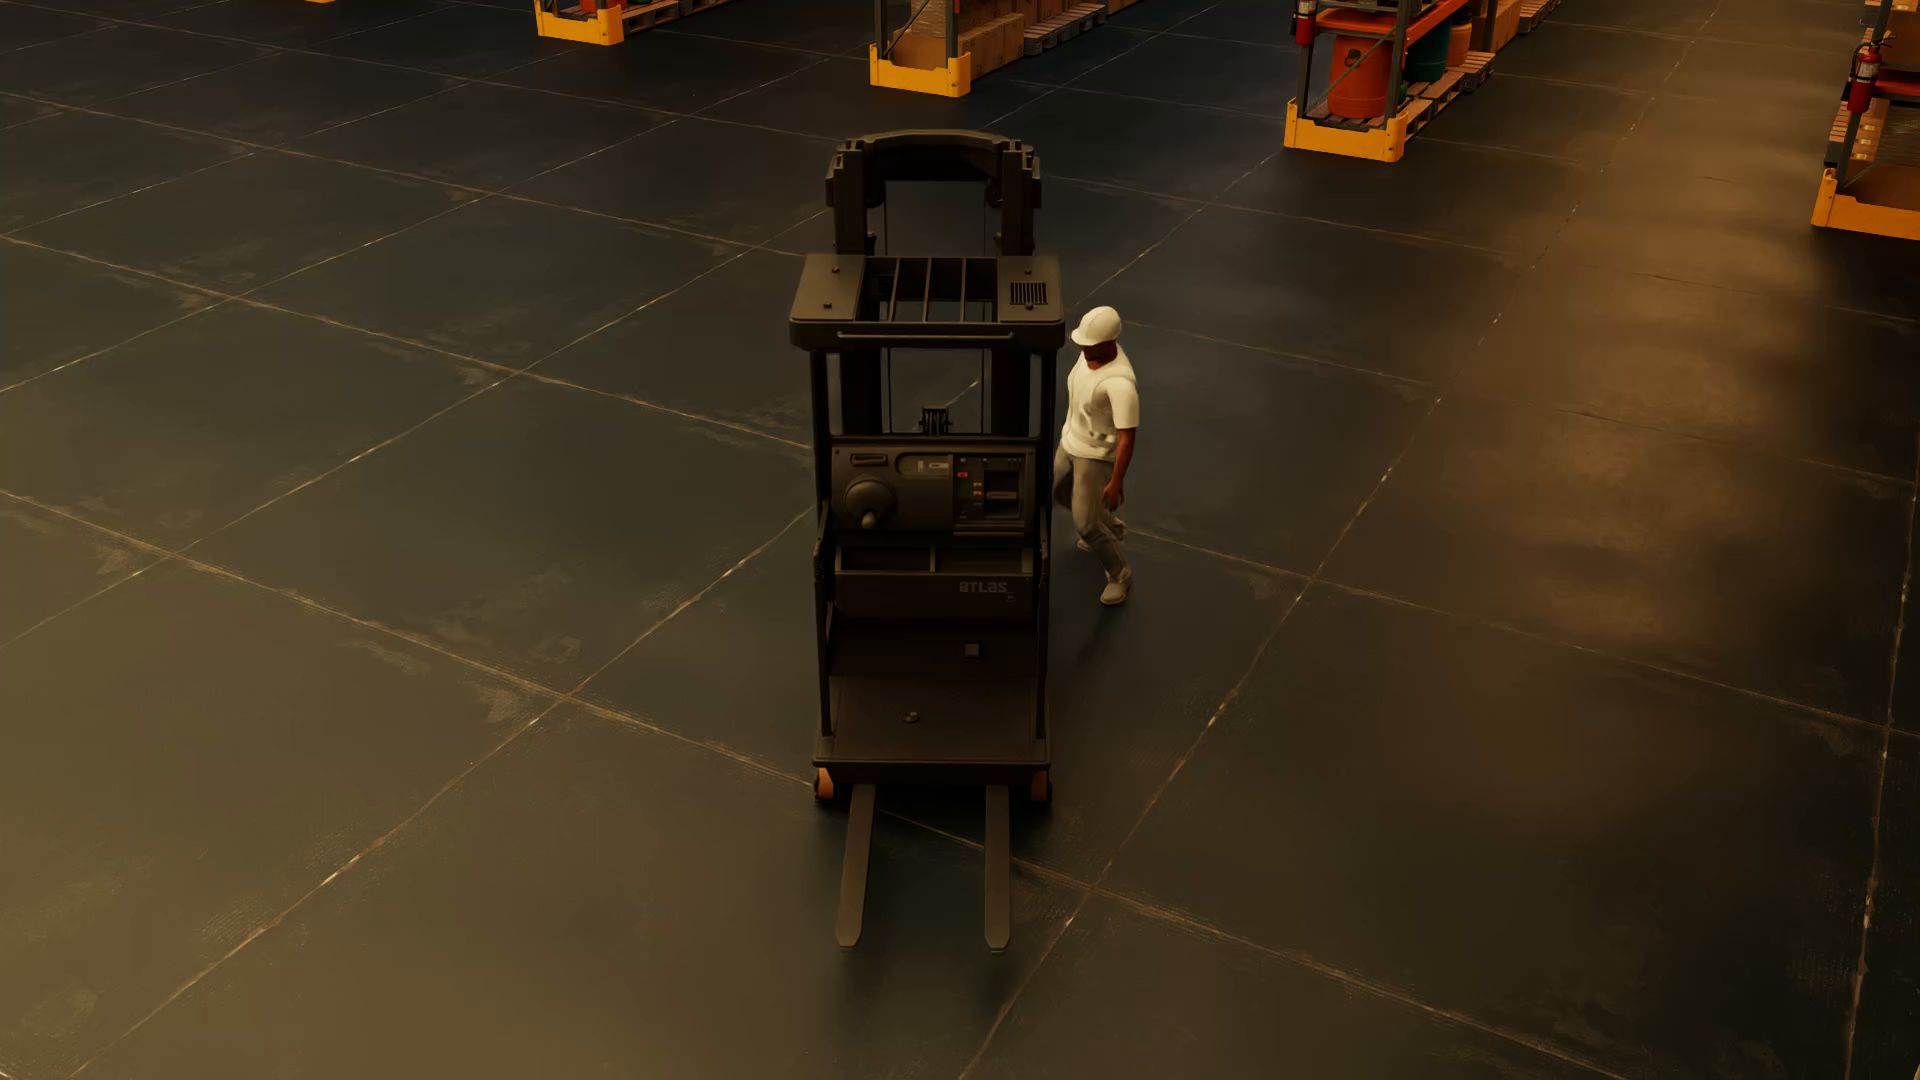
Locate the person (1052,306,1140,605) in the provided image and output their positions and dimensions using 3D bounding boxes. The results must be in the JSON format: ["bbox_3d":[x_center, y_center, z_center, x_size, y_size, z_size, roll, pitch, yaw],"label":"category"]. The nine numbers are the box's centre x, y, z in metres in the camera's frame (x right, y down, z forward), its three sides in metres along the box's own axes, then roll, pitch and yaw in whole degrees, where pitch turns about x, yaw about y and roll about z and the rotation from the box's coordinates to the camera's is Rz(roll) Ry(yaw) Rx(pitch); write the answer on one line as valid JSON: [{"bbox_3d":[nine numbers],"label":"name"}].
[{"bbox_3d":[0.778,-0.568,9.309,0.492,1.683,0.934,-6,31,-11],"label":"person"}]

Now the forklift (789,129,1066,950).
[{"bbox_3d":[-0.122,-0.189,7.397,1.130,2.935,3.031,1,30,1],"label":"forklift"}]
